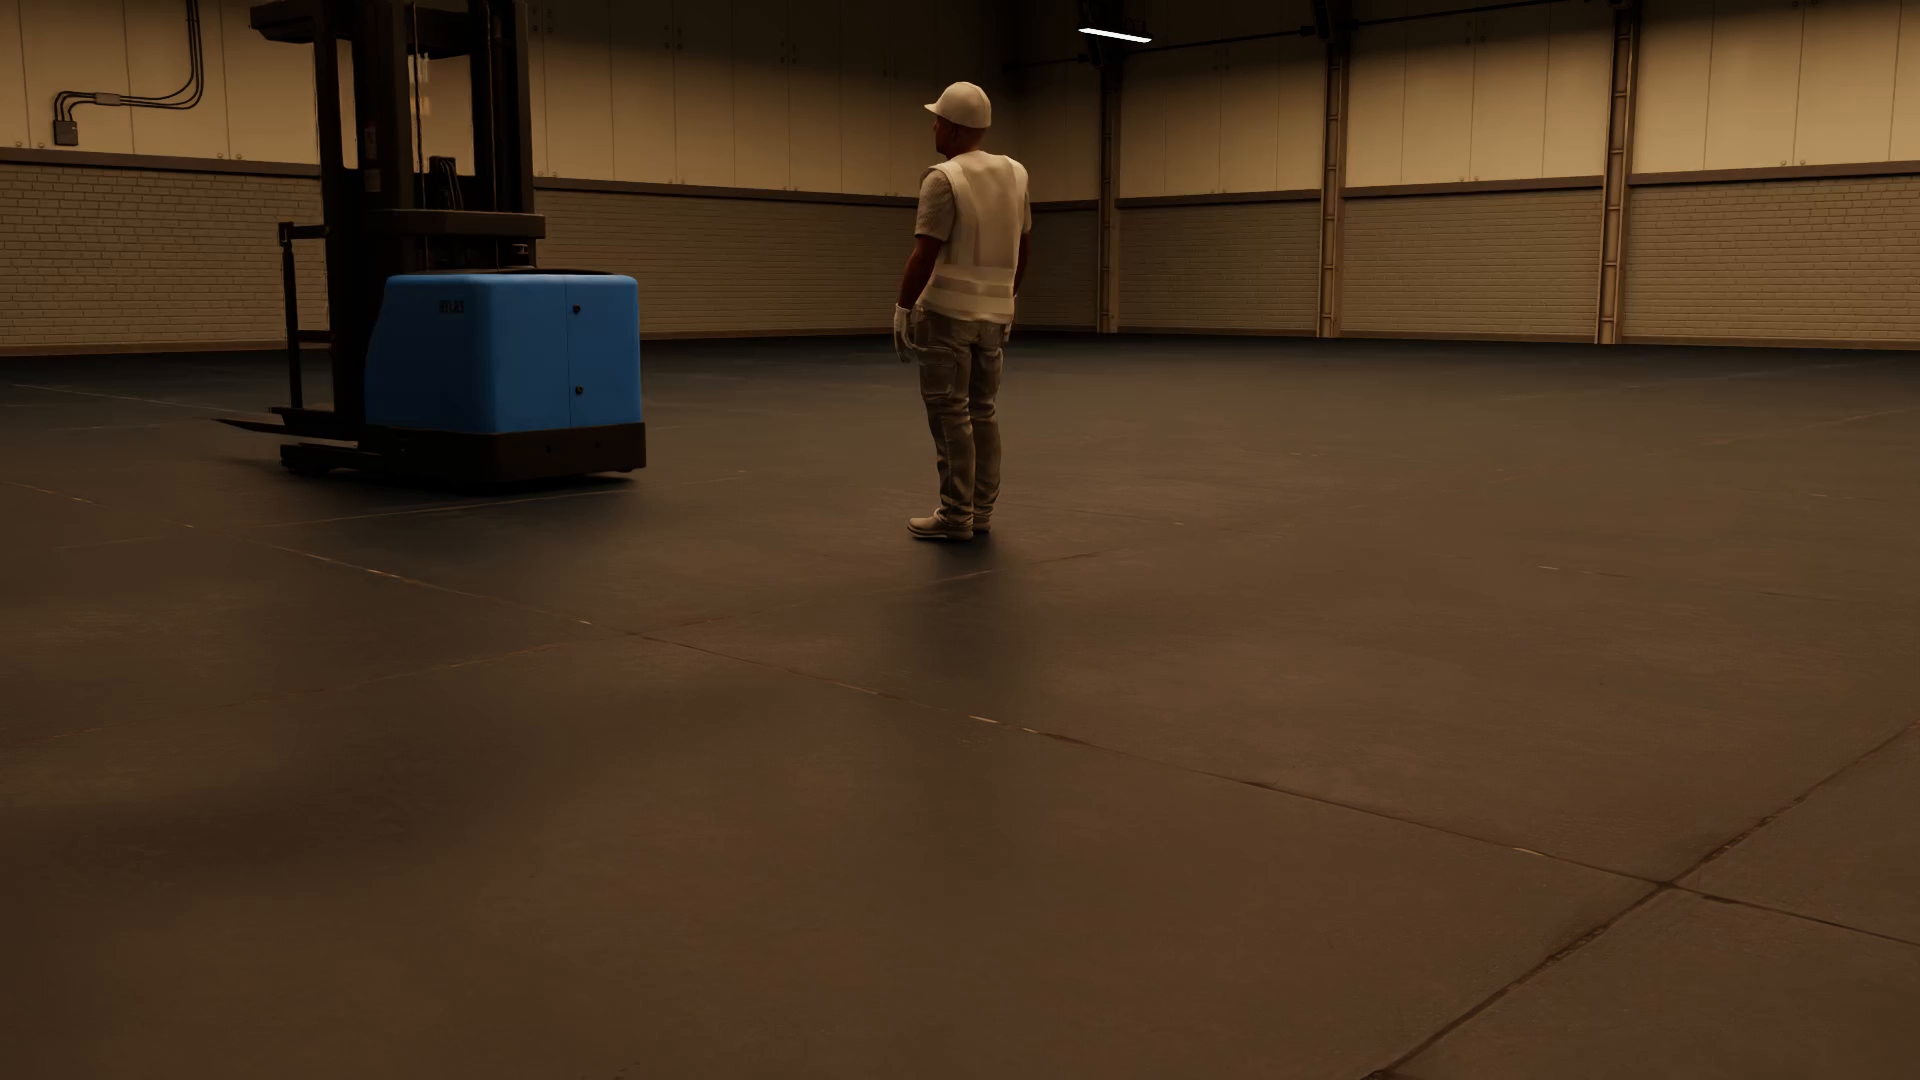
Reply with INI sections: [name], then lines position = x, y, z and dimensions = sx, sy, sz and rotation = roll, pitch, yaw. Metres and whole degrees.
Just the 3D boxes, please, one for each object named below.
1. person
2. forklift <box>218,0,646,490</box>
[person]
position = -0.045, -0.897, 6.639
dimensions = 0.577, 1.782, 0.656
rotation = 8, 12, 43
[forklift]
position = -3.116, -1.851, 9.166
dimensions = 3.031, 2.935, 1.130
rotation = 7, 11, 39
